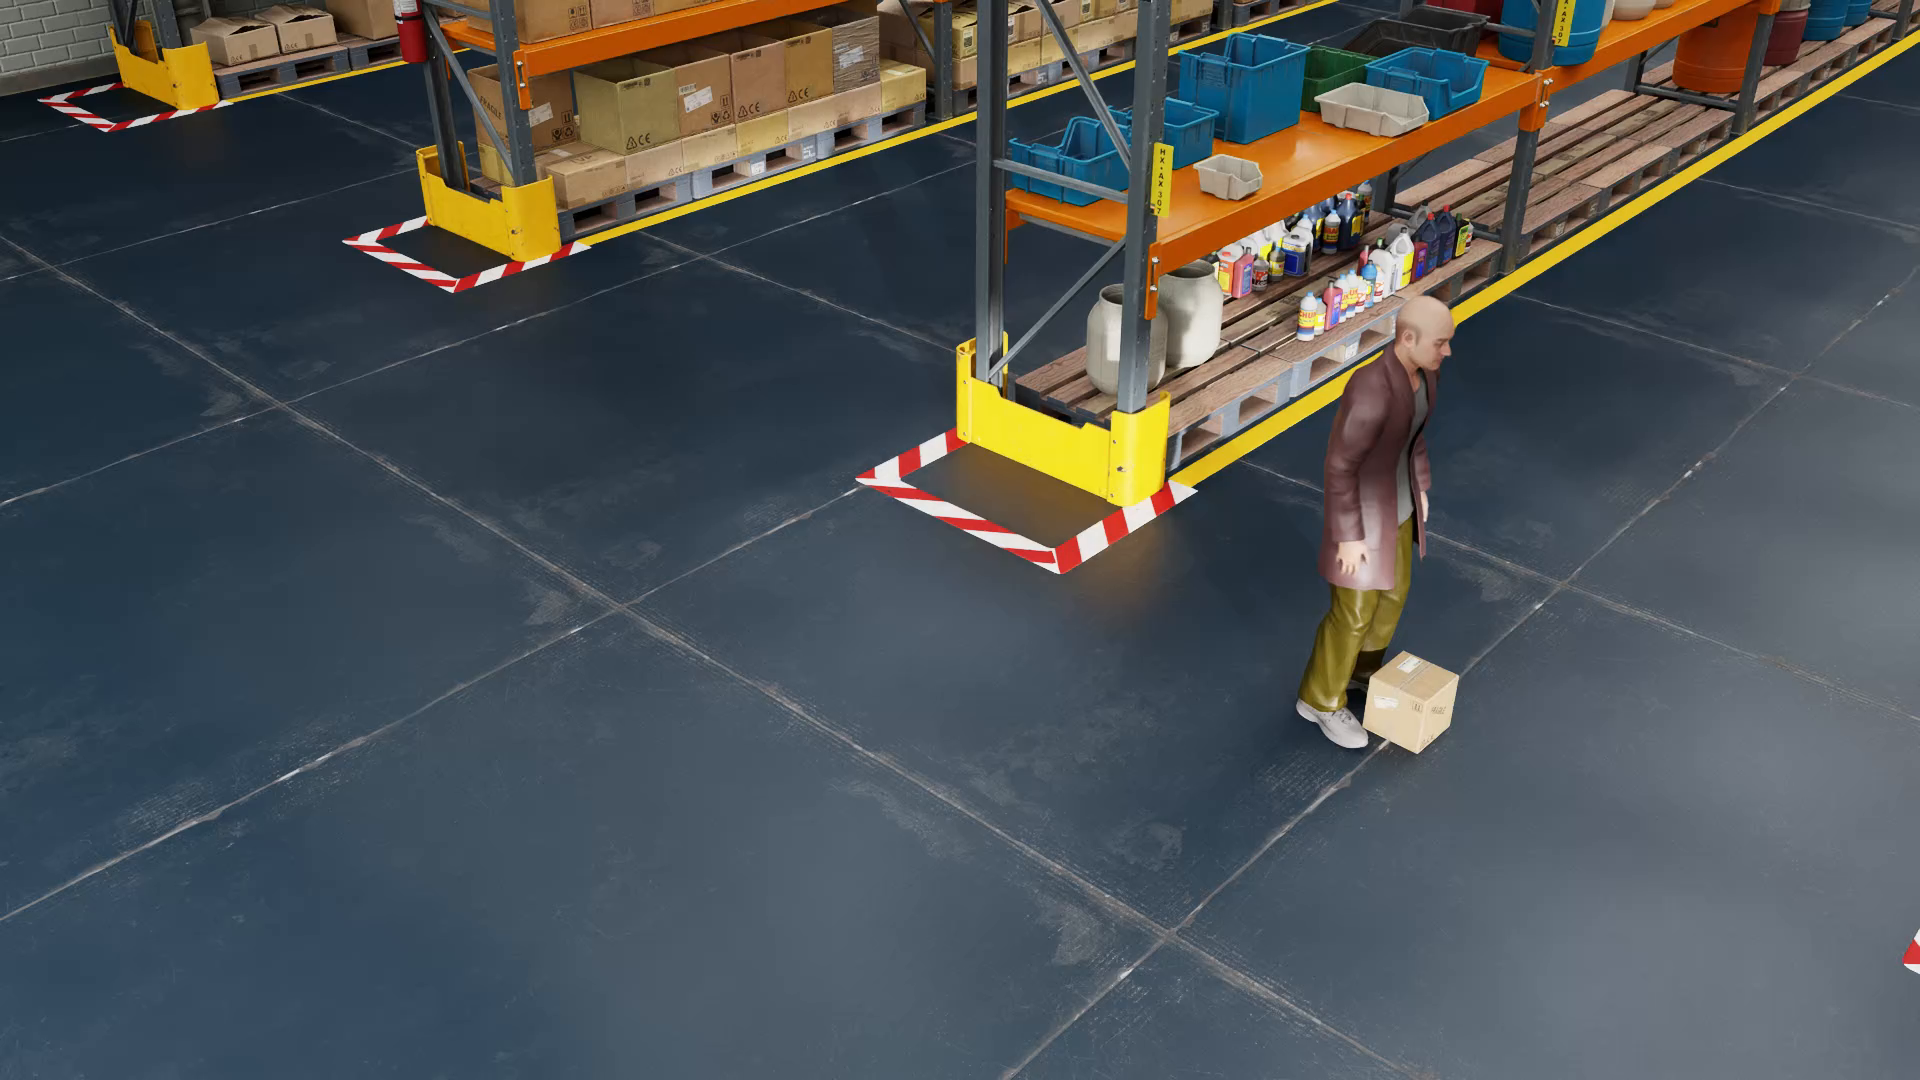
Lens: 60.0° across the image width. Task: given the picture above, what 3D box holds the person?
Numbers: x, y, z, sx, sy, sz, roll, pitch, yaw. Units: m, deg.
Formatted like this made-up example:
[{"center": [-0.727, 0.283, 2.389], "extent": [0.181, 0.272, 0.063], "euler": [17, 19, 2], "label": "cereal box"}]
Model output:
[{"center": [1.590, -0.099, 6.312], "extent": [0.419, 1.774, 0.647], "euler": [25, 39, 35], "label": "person"}]
